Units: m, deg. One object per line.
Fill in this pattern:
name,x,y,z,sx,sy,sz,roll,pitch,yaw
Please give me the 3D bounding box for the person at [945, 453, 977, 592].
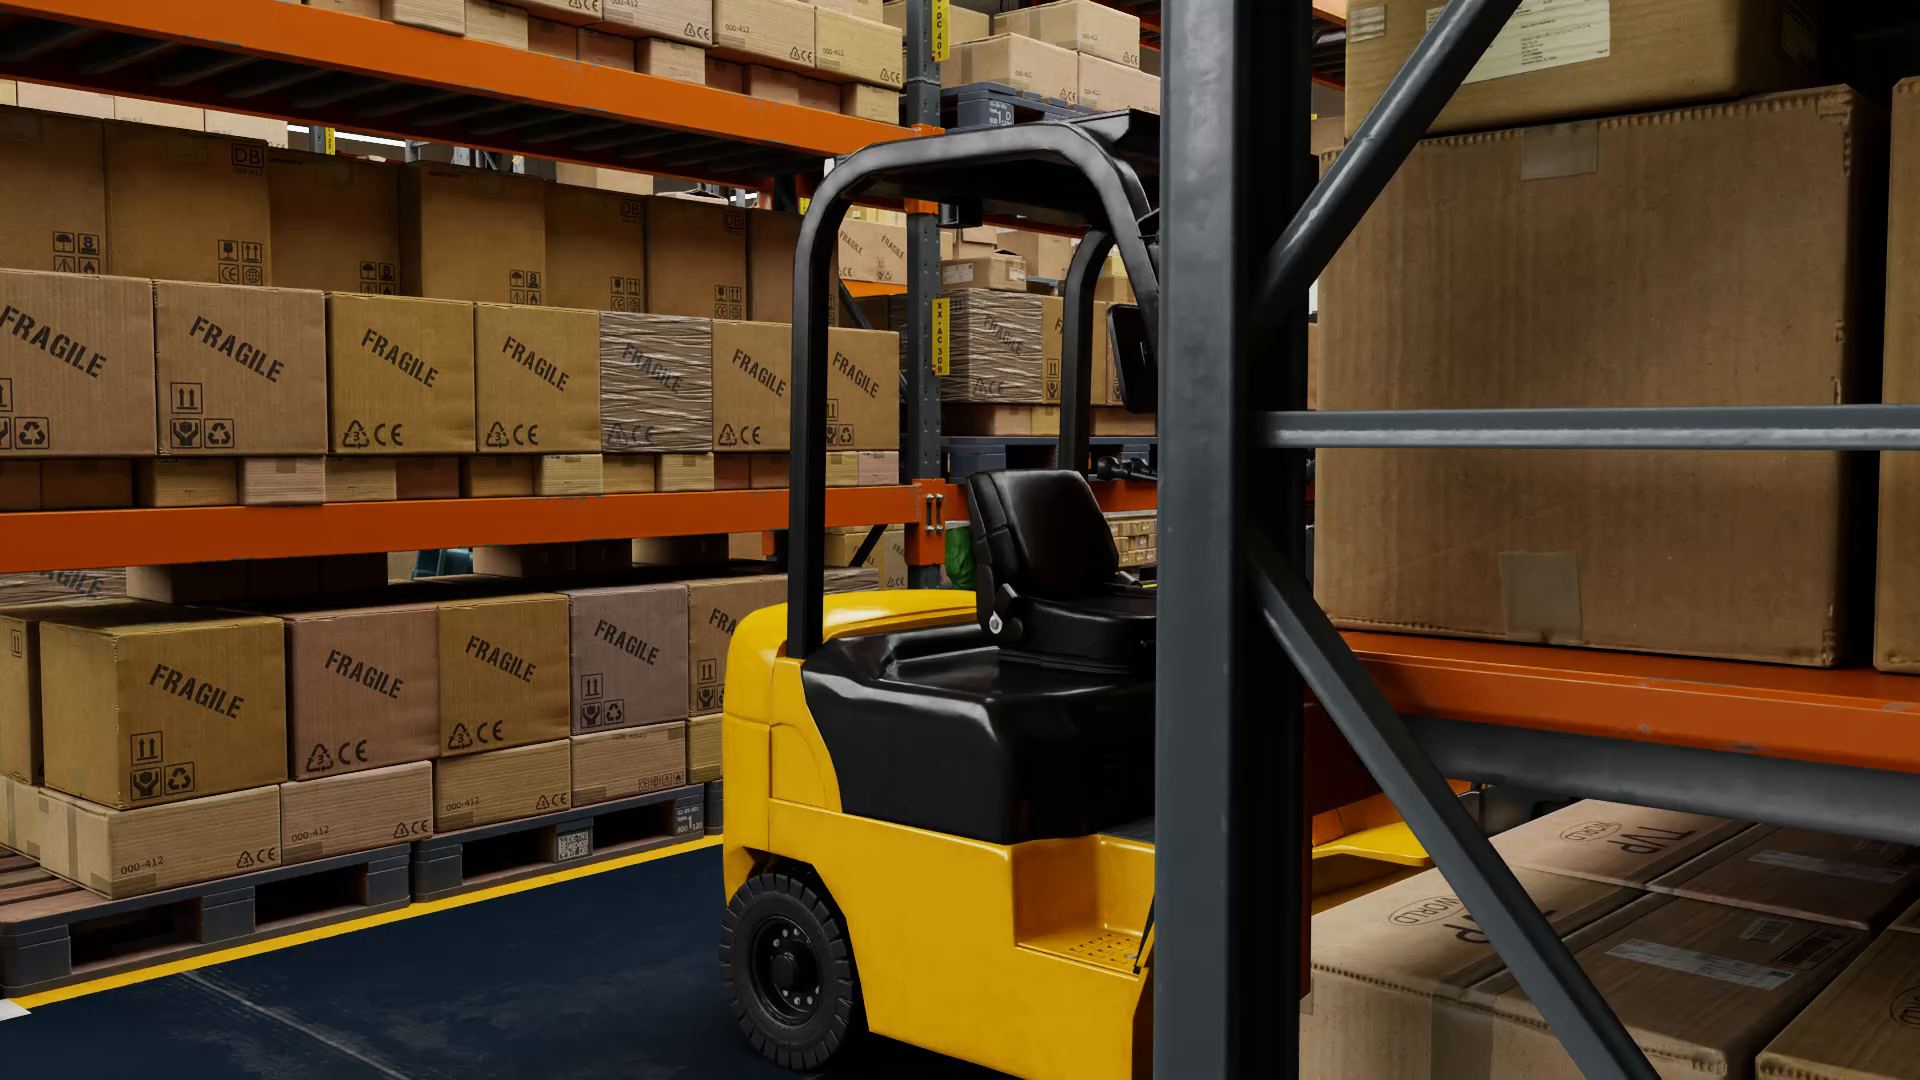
person,0.120,-0.067,11.124,0.573,1.782,0.494,3,5,41
